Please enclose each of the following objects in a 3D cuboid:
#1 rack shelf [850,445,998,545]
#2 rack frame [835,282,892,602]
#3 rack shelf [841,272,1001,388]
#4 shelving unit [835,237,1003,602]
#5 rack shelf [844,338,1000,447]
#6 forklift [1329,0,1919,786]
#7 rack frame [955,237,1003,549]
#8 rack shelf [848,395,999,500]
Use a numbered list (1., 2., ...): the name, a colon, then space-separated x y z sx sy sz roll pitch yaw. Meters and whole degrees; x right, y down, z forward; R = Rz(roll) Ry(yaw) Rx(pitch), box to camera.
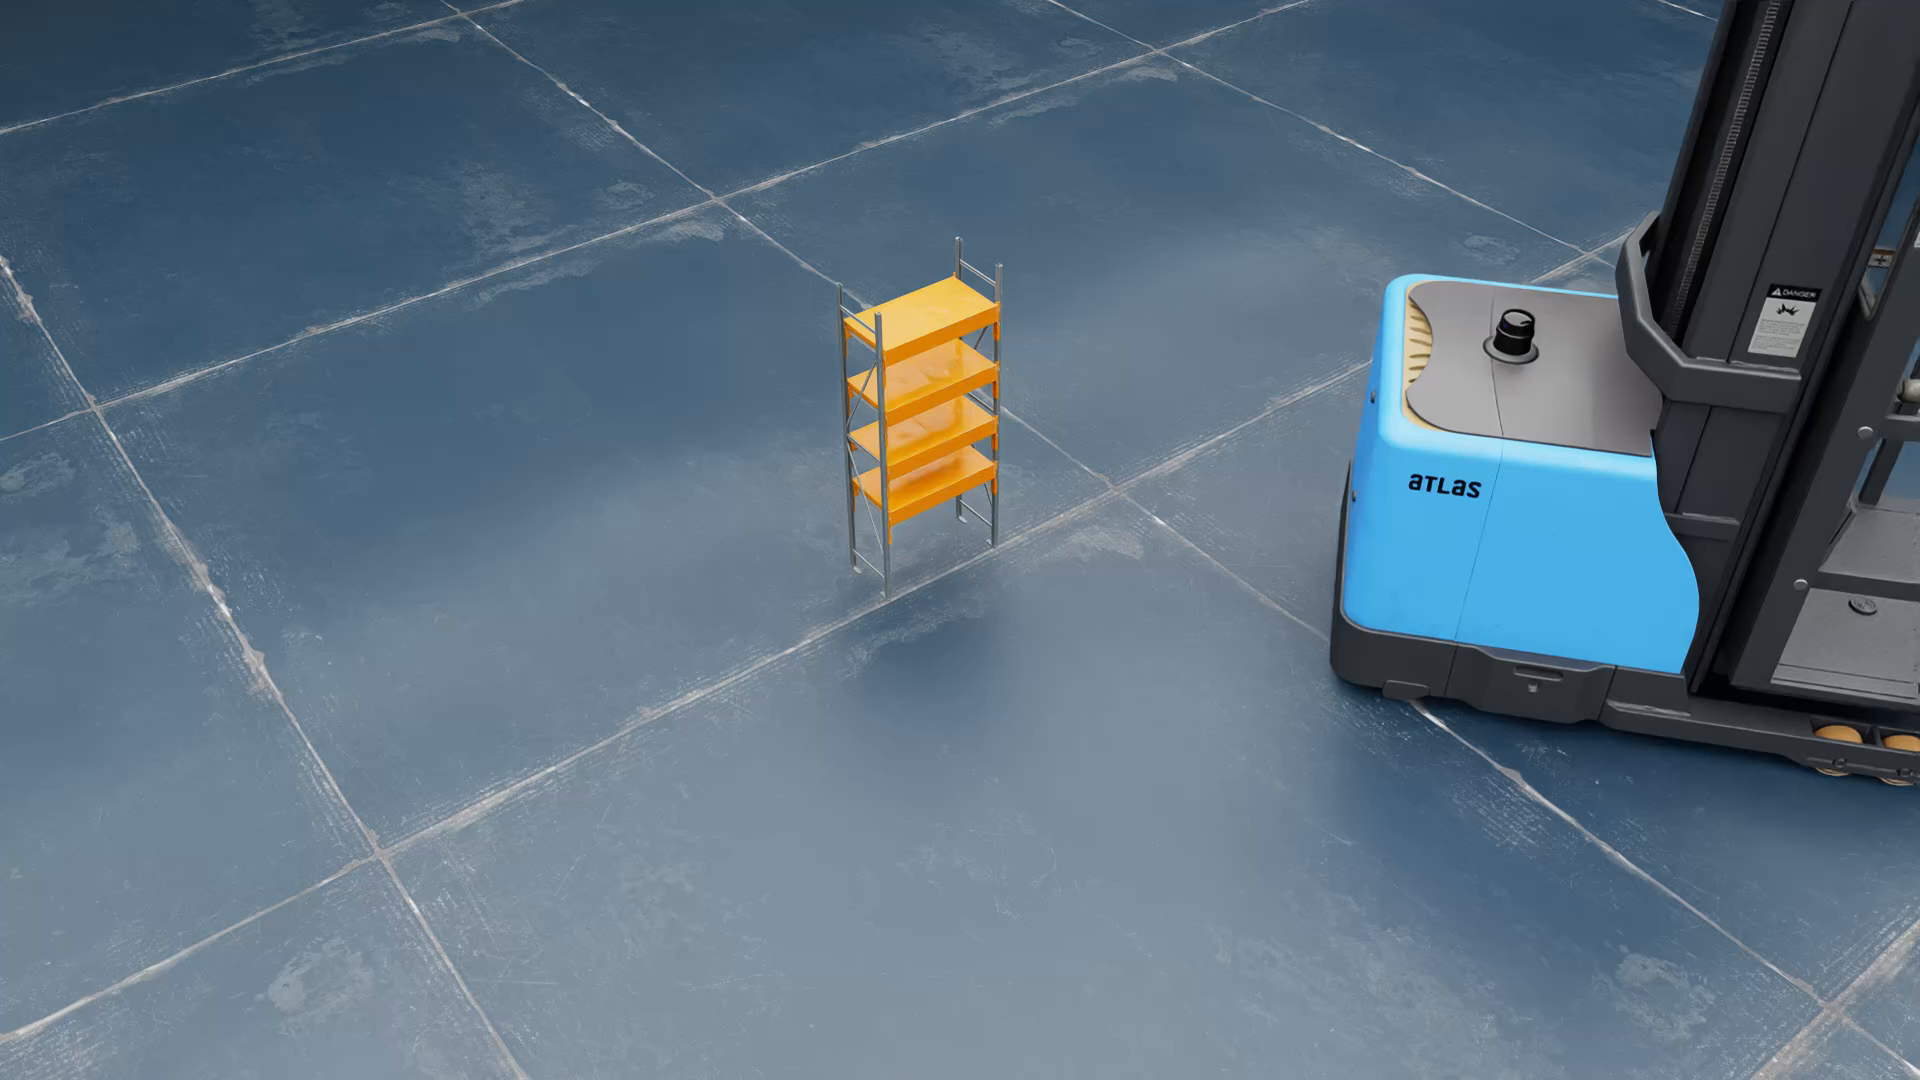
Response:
1. rack shelf: -0.131 -0.194 5.960 0.480 0.148 0.258 -26 46 -28
2. rack frame: -0.325 -0.306 5.677 0.015 1.200 0.240 -26 46 -28
3. rack shelf: -0.131 -0.704 5.542 0.480 0.148 0.258 -26 46 -28
4. shelving unit: -0.131 -0.400 5.791 0.503 1.200 0.258 -26 46 -28
5. rack shelf: -0.131 -0.521 5.692 0.480 0.148 0.258 -26 46 -28
6. forklift: 2.824 -0.722 4.819 3.031 2.935 1.130 8 40 10
7. rack frame: 0.062 -0.494 5.906 0.015 1.200 0.240 -26 46 -28
8. rack shelf: -0.131 -0.348 5.834 0.480 0.148 0.258 -26 46 -28
